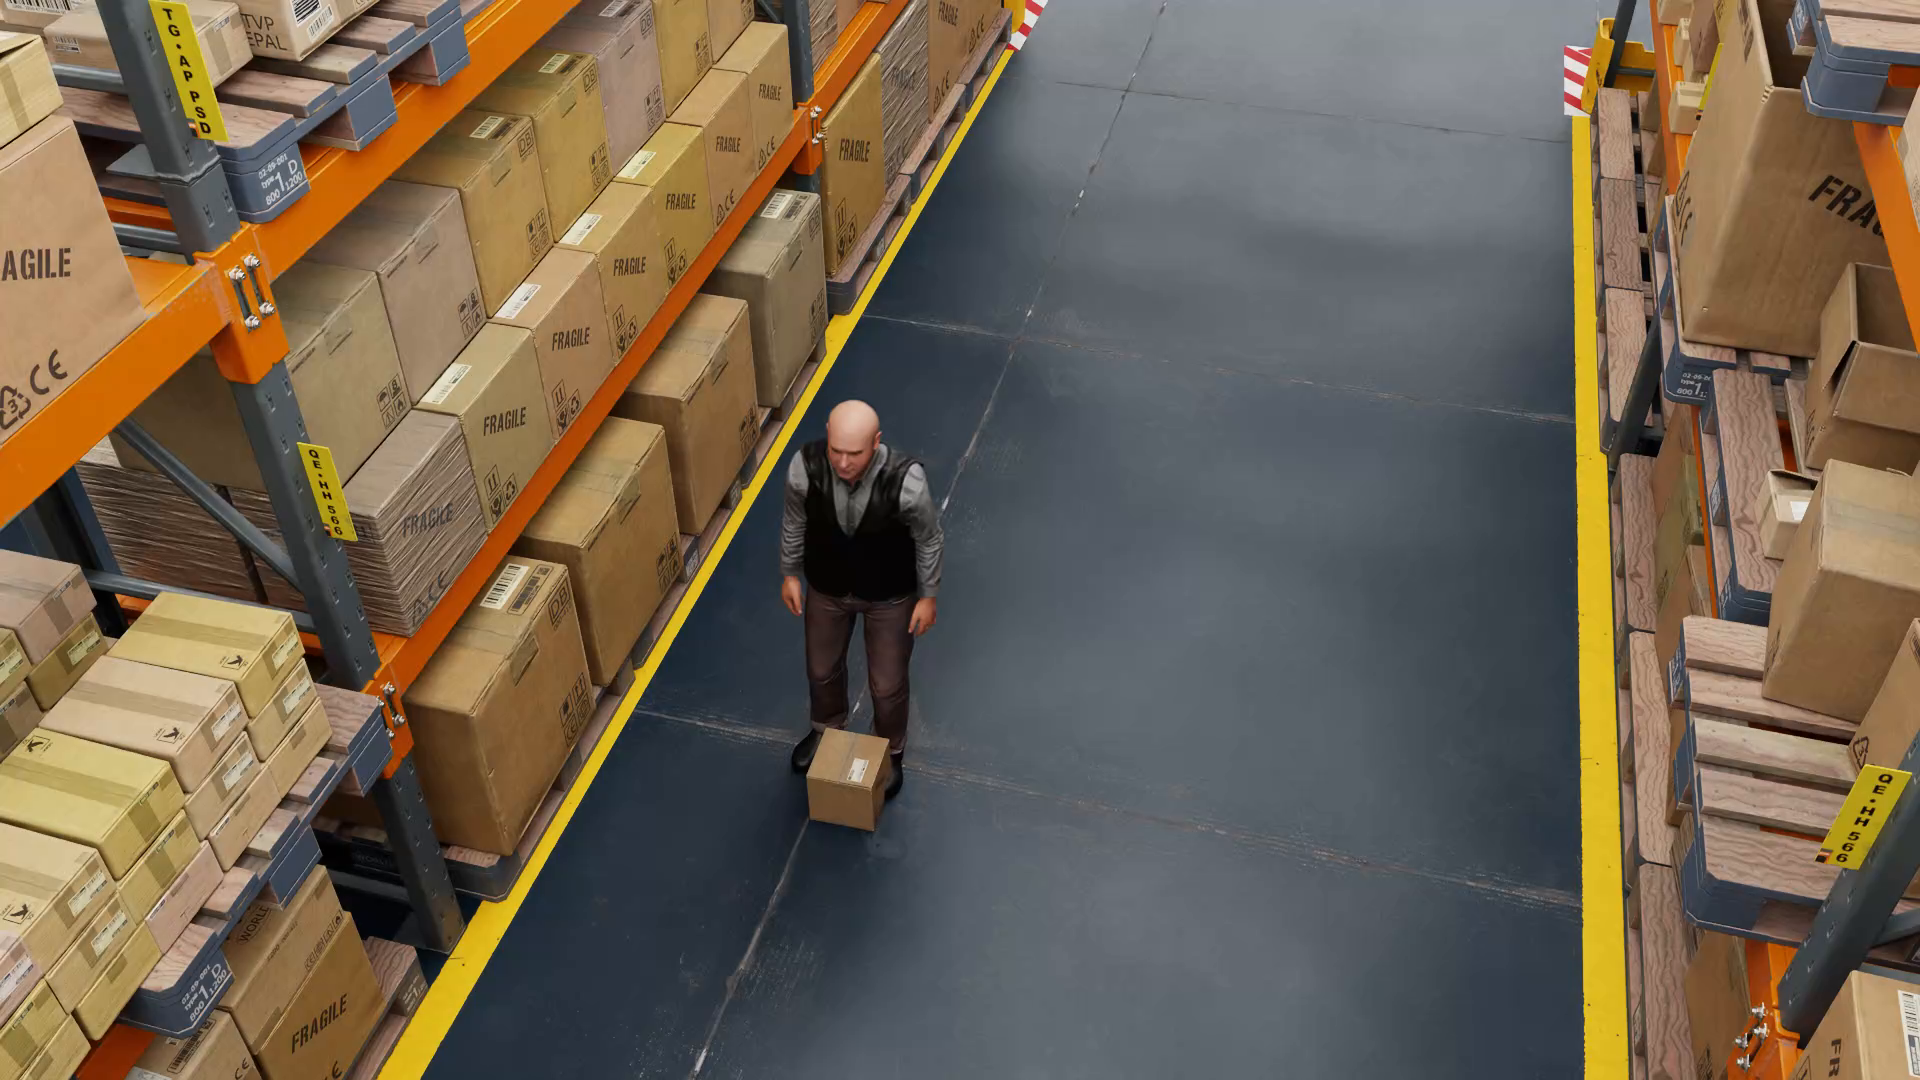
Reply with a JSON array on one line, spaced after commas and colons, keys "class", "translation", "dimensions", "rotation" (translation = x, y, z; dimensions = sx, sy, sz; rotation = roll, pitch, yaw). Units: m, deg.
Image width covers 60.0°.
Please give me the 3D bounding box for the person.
[{"class": "person", "translation": [-0.354, 0.182, 5.965], "dimensions": [0.587, 1.721, 0.462], "rotation": [9, 42, 10]}]
